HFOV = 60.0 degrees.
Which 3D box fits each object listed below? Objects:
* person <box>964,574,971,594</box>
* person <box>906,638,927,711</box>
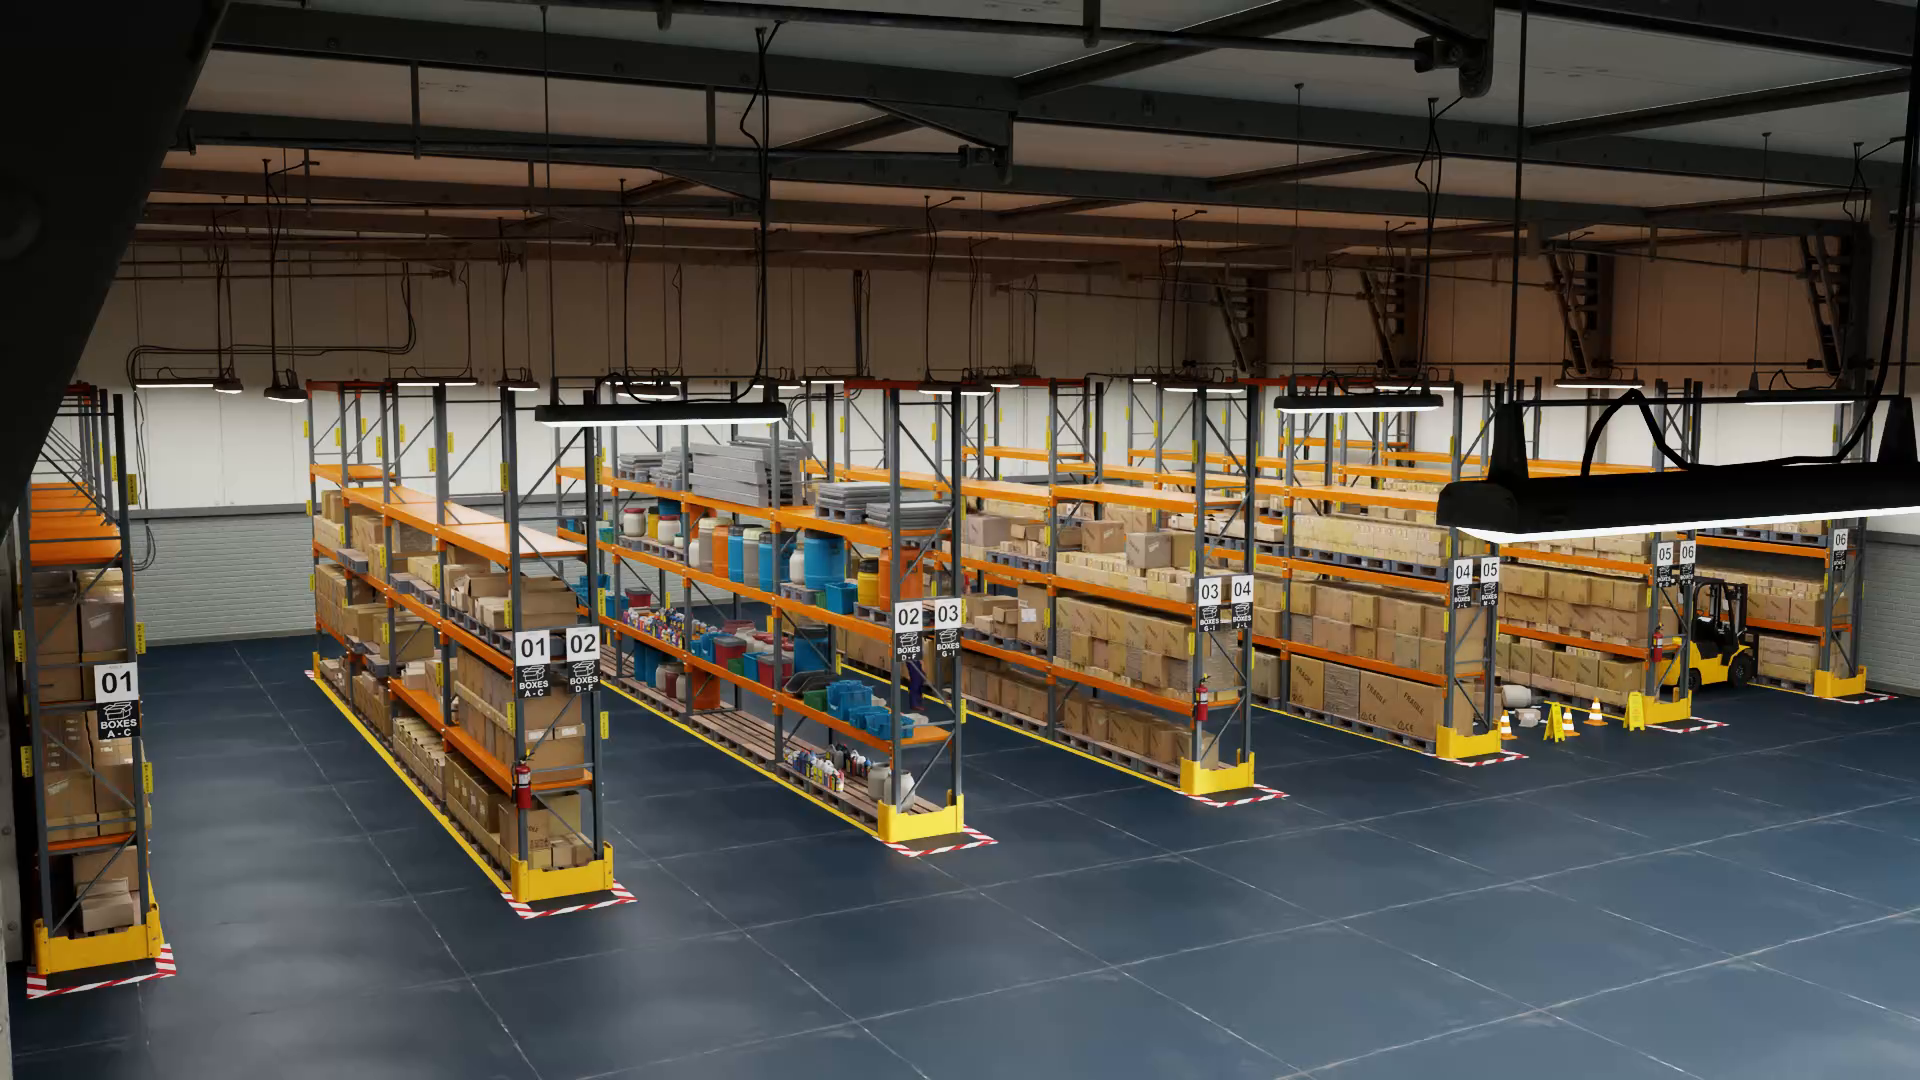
[{"bbox_3d":[-0.008,1.367,38.632,0.558,1.662,1.030,-3,7,-29],"label":"person"},{"bbox_3d":[-0.761,2.215,29.314,0.387,1.722,0.499,-1,6,-5],"label":"person"}]
